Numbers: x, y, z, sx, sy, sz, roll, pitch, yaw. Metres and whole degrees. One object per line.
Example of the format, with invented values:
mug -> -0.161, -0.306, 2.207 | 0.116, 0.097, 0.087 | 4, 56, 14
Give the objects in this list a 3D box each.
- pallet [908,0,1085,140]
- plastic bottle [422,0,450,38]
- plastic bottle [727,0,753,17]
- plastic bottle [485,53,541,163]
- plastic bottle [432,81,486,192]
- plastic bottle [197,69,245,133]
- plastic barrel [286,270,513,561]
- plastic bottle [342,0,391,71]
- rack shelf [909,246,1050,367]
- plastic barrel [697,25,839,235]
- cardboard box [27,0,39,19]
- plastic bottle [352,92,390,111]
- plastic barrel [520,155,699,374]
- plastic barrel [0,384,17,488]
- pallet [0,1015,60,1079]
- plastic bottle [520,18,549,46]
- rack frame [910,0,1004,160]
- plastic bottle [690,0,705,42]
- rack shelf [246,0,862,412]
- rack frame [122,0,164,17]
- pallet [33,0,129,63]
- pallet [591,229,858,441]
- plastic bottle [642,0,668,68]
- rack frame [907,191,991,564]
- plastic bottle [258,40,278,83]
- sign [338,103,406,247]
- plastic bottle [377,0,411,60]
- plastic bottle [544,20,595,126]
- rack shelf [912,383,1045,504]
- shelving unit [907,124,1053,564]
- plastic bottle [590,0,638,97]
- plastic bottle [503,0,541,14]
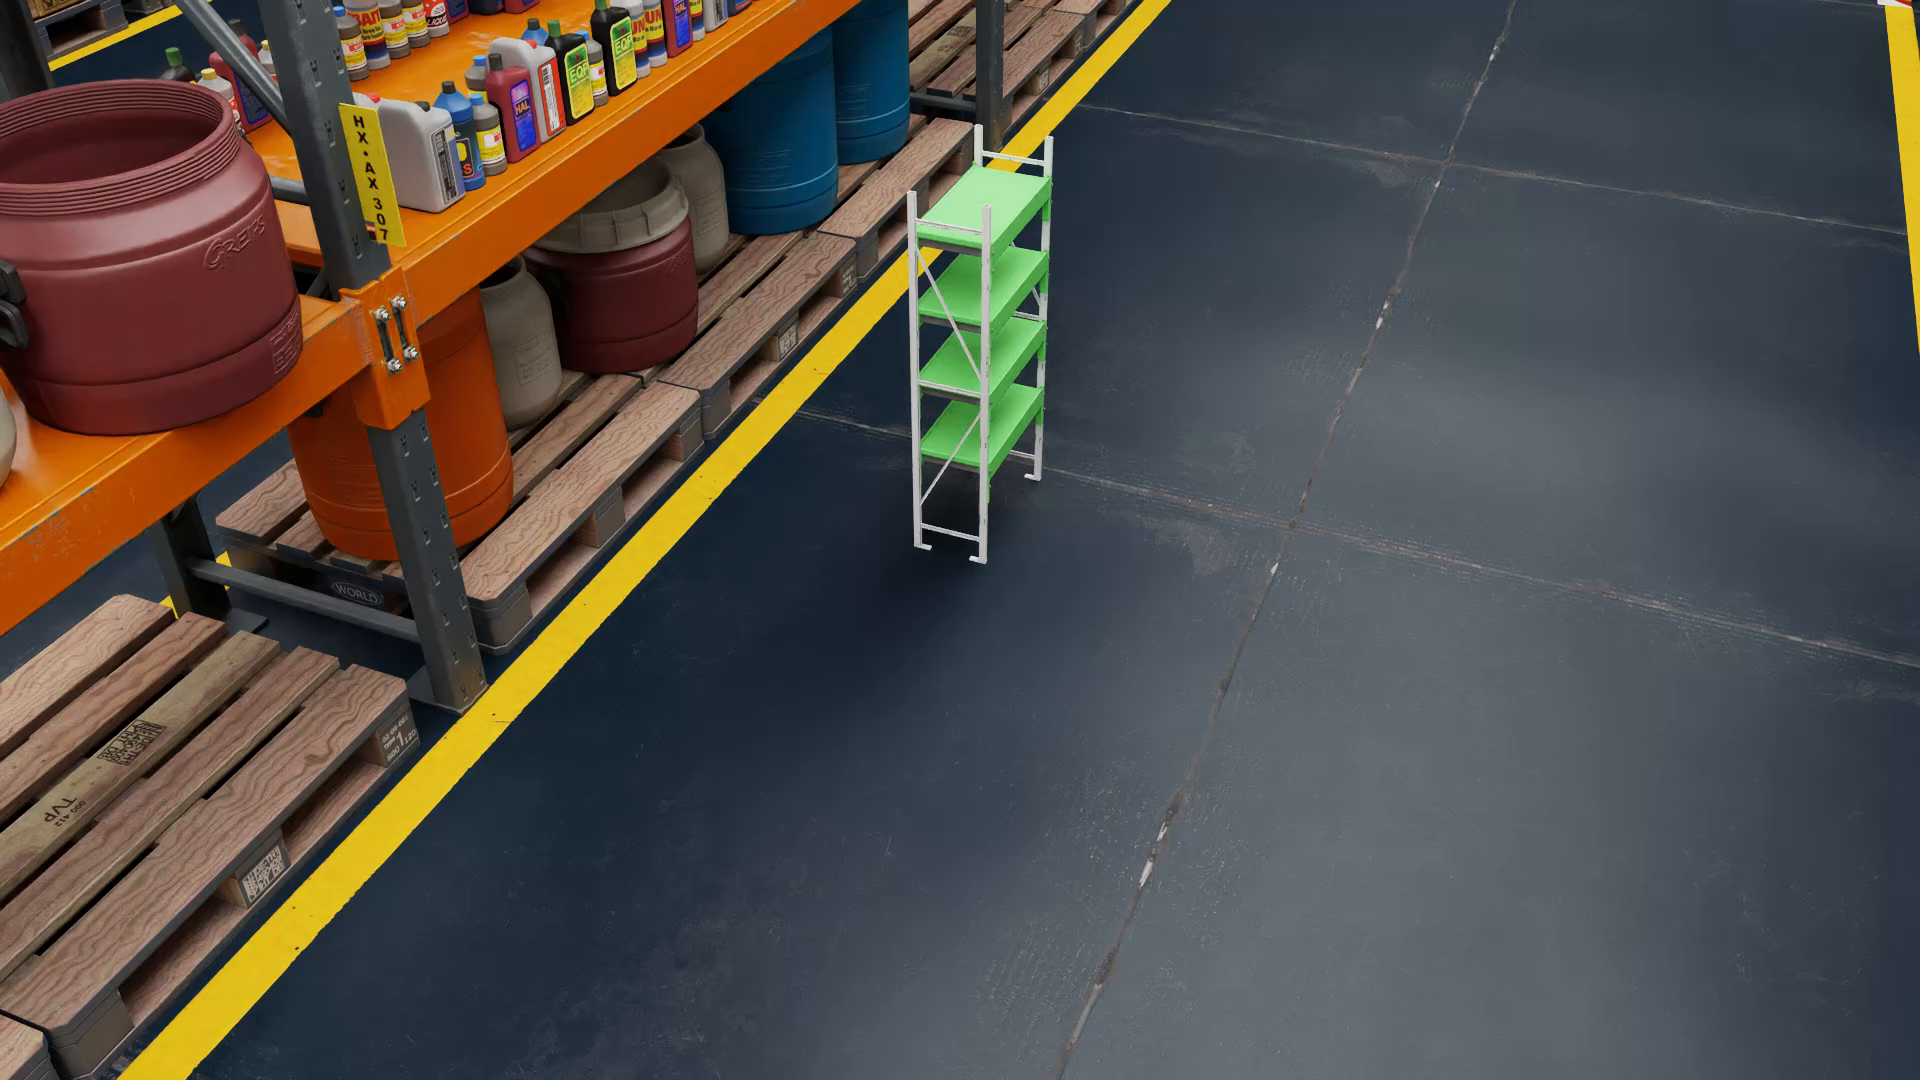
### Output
pallet -> -0.047, -2.375, 8.251 | 1.003, 0.211, 1.213 | 14, 39, 18
plastic bottle -> -1.645, -1.667, 5.141 | 0.097, 0.201, 0.097 | 0, 37, 0
plastic bottle -> -0.757, -1.862, 5.277 | 0.144, 0.351, 0.185 | 14, 39, 18
plastic bottle -> -1.182, -1.152, 4.383 | 0.061, 0.283, 0.133 | 14, 39, 18
plastic bottle -> -1.280, -1.033, 4.234 | 0.097, 0.271, 0.097 | 0, 37, 0
plastic bottle -> -1.992, -1.162, 4.465 | 0.097, 0.201, 0.097 | 0, 37, 0
plastic barrel -> -1.642, -0.435, 4.788 | 0.600, 0.830, 0.708 | 14, 39, 18
plastic bottle -> -1.756, -1.534, 4.904 | 0.097, 0.271, 0.097 | 0, 37, 0
rack shelf -> 0.063, -0.713, 4.908 | 0.258, 0.148, 0.480 | 14, 39, 18
plastic barrel -> -0.783, -1.714, 6.439 | 0.600, 0.901, 0.708 | 14, 39, 18
cardboard box -> -4.989, -2.771, 8.172 | 0.500, 0.500, 0.500 | 14, 39, 18
plastic bottle -> -1.490, -1.012, 4.202 | 0.152, 0.276, 0.135 | 14, 39, 18
plastic barrel -> -1.212, -0.963, 5.697 | 0.600, 0.588, 0.708 | 14, 39, 18
plastic barrel -> -2.006, -0.287, 3.036 | 0.421, 0.512, 0.421 | 0, 37, 0
pallet -> -2.609, 1.349, 3.269 | 1.003, 0.211, 1.213 | 14, 39, 18
plastic bottle -> -1.160, -1.303, 4.596 | 0.097, 0.271, 0.097 | 0, 37, 0
rack frame -> -0.291, -3.076, 6.859 | 1.000, 3.000, 0.127 | 14, 39, 18
plastic bottle -> -0.840, -1.673, 5.090 | 0.097, 0.271, 0.097 | 0, 37, 0
rack shelf -> -1.052, -1.680, 5.593 | 1.077, 0.370, 4.000 | 14, 39, 18
rack frame -> -4.870, -4.206, 8.372 | 1.000, 3.000, 0.127 | 14, 39, 18
pallet -> -5.144, -2.630, 8.592 | 1.003, 0.211, 1.213 | 14, 39, 18
pallet -> -1.085, -0.863, 6.228 | 1.003, 0.211, 1.213 | 14, 39, 18
plastic bottle -> -0.928, -1.545, 4.919 | 0.097, 0.271, 0.097 | 0, 37, 0
rack frame -> -0.030, -0.437, 4.833 | 0.240, 1.200, 0.015 | 14, 39, 18
plastic bottle -> -1.905, -1.290, 4.636 | 0.097, 0.201, 0.097 | 0, 37, 0
sign -> -1.301, -0.805, 3.685 | 0.100, 0.325, 0.005 | 14, 39, 18
plastic bottle -> -1.719, -1.559, 4.997 | 0.097, 0.201, 0.097 | 0, 37, 0
plastic bottle -> -1.080, -1.300, 4.581 | 0.061, 0.283, 0.133 | 14, 39, 18
rack shelf -> 0.063, -0.329, 5.195 | 0.258, 0.148, 0.480 | 14, 39, 18
shelving unit -> 0.063, -0.572, 5.013 | 0.258, 1.200, 0.503 | 14, 39, 18
plastic bottle -> -0.992, -1.428, 4.752 | 0.061, 0.283, 0.133 | 14, 39, 18
plastic bottle -> -1.415, -1.838, 5.300 | 0.061, 0.283, 0.133 | 14, 39, 18
